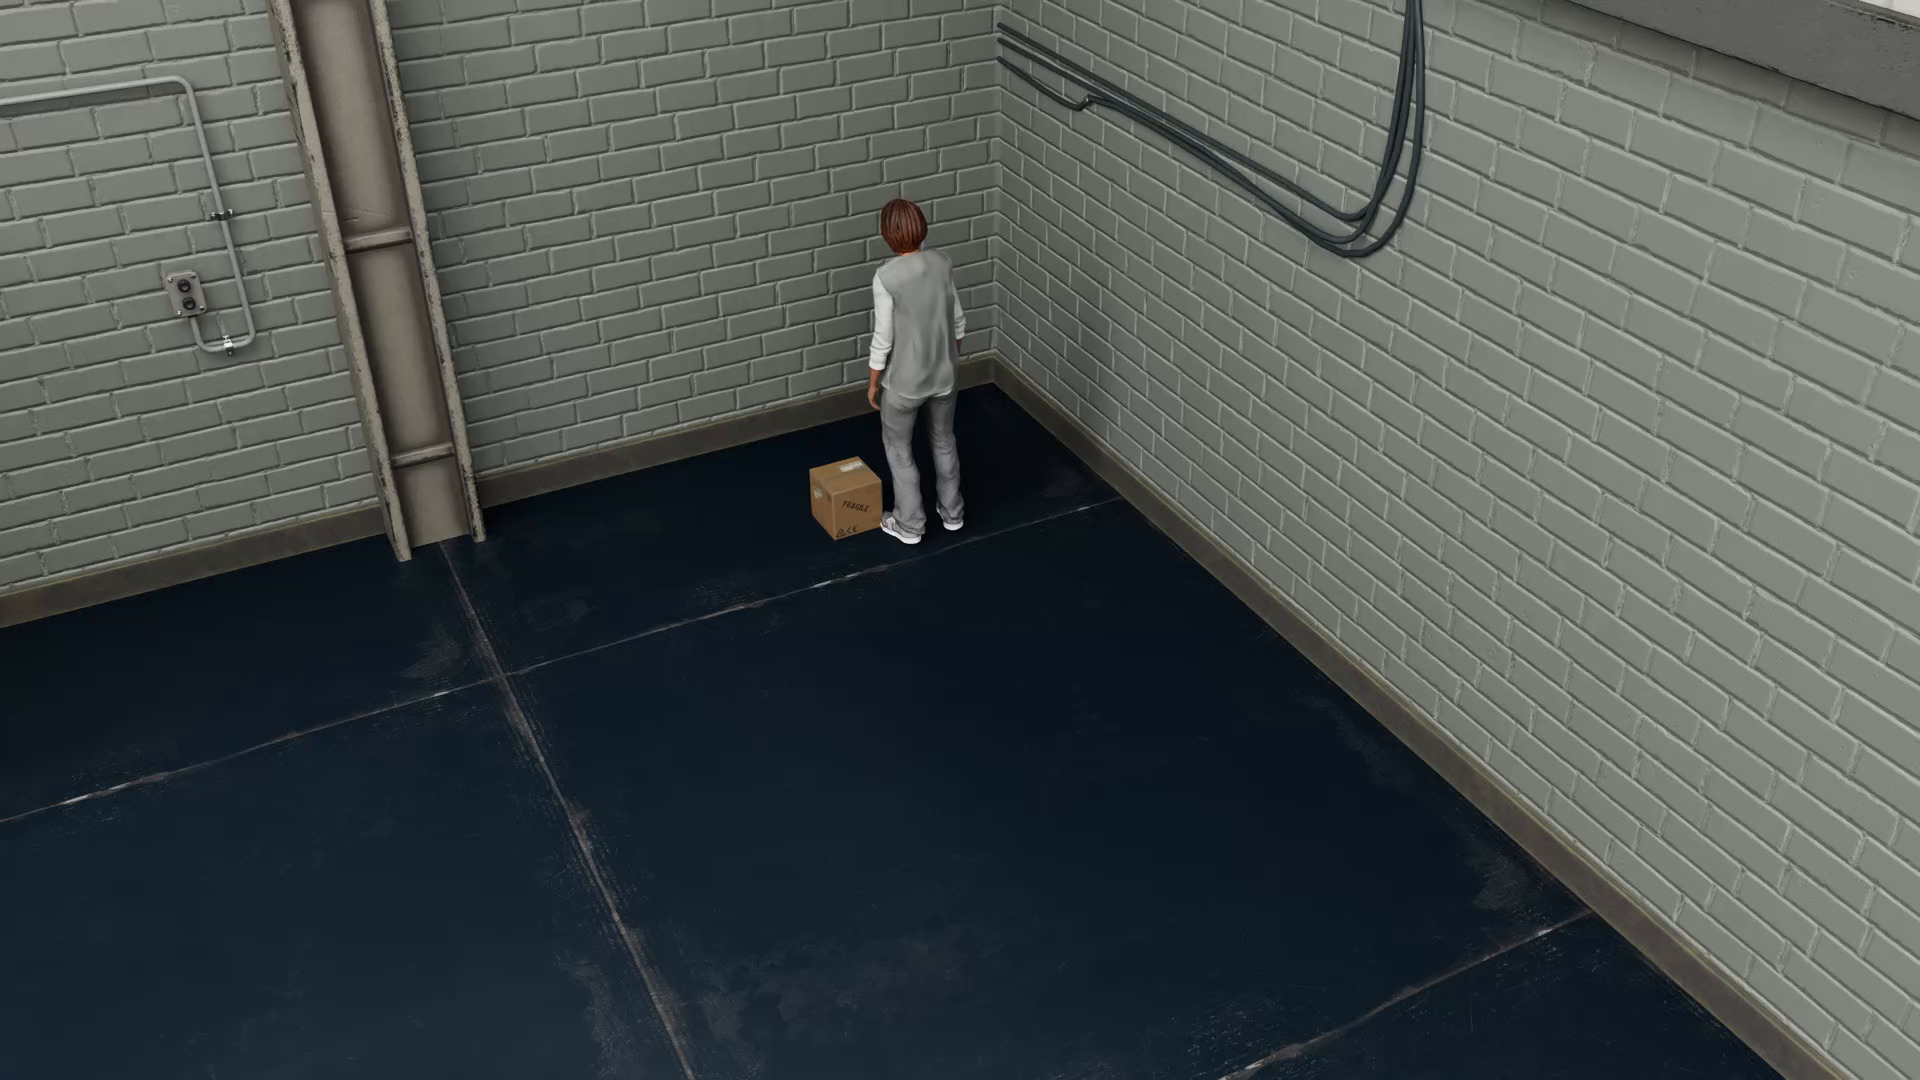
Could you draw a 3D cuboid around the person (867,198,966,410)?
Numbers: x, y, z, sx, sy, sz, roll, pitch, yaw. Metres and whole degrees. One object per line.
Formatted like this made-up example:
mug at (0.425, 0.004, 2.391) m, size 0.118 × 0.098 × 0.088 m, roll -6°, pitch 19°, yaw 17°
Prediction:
person at (-0.196, -0.990, 7.032) m, size 0.464 × 0.912 × 0.330 m, roll -19°, pitch 38°, yaw -26°
